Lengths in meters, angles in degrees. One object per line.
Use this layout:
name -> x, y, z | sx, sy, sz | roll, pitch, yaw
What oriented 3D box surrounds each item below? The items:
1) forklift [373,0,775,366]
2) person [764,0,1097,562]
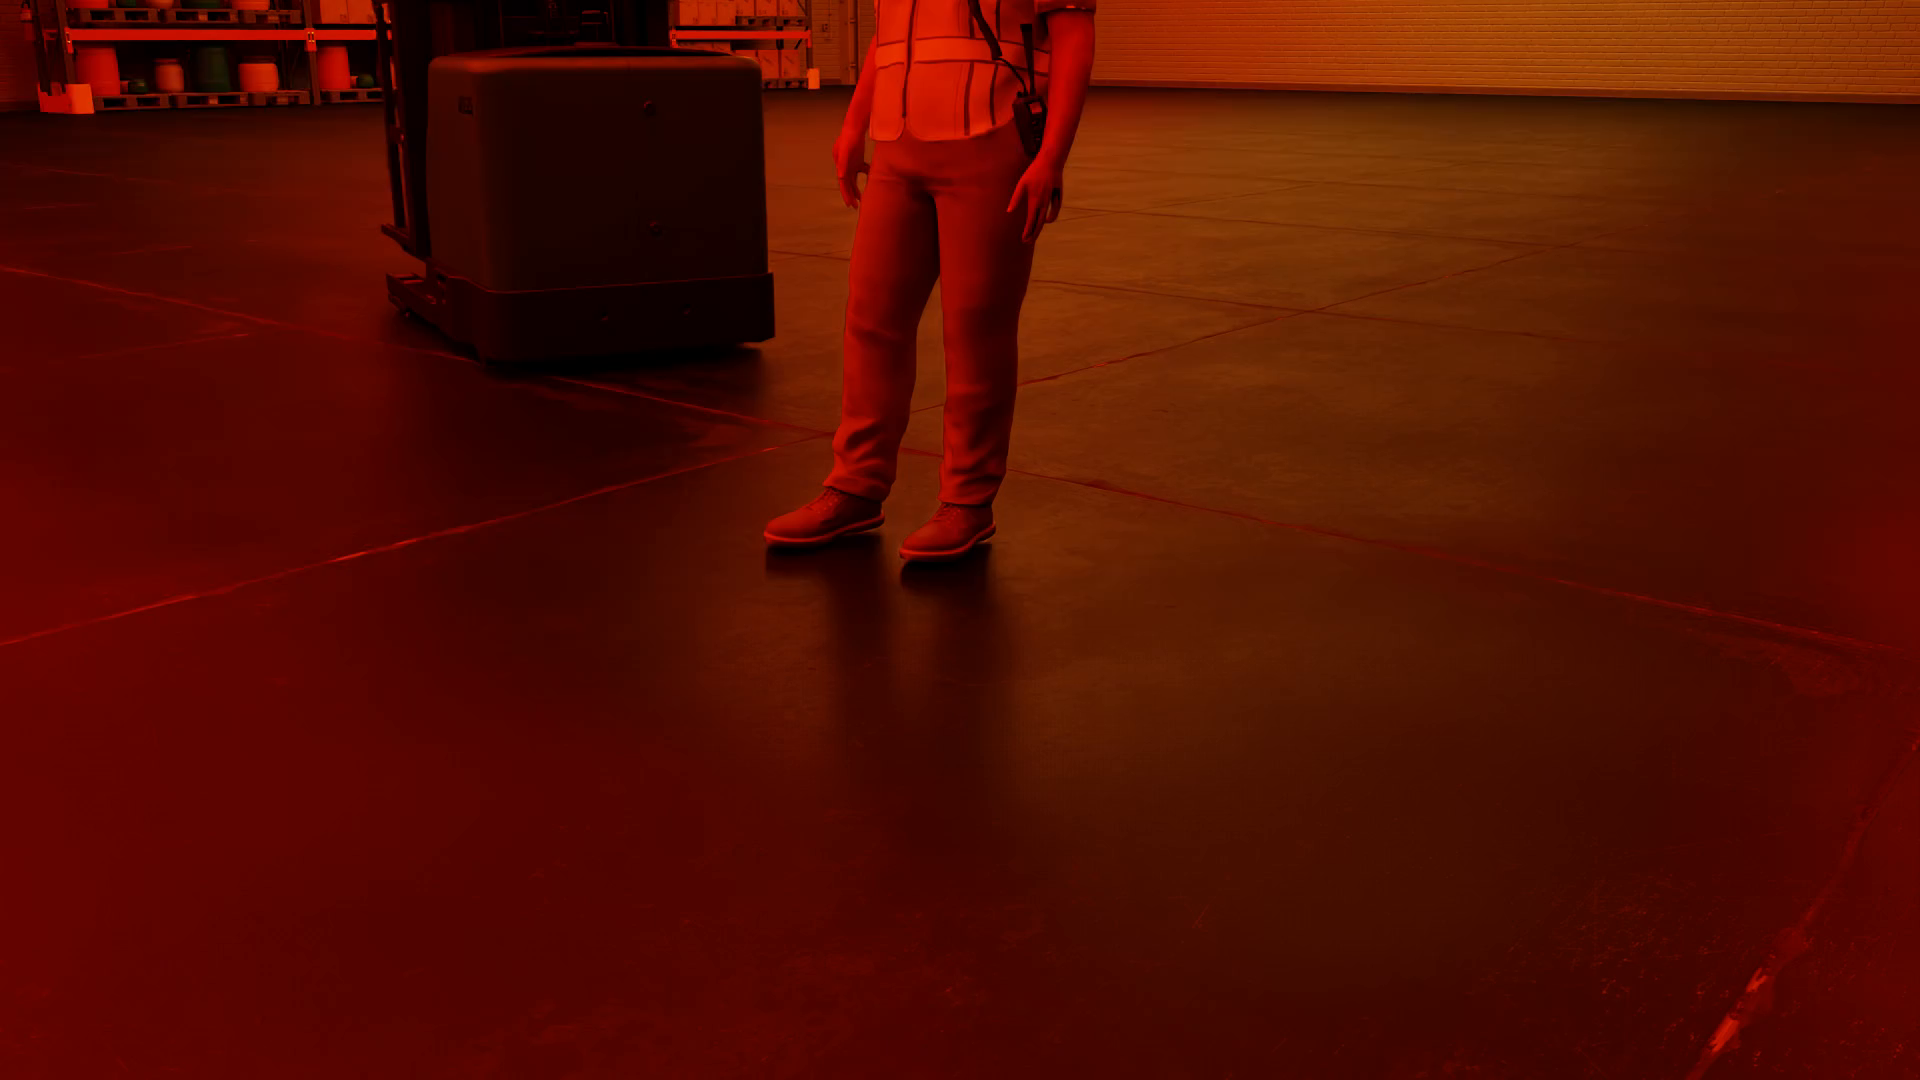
forklift -> -1.829, -2.394, 6.783 | 1.130, 2.935, 3.031 | -9, 19, -27
person -> -0.059, -0.845, 3.630 | 0.641, 1.780, 0.574 | 13, 21, 37
